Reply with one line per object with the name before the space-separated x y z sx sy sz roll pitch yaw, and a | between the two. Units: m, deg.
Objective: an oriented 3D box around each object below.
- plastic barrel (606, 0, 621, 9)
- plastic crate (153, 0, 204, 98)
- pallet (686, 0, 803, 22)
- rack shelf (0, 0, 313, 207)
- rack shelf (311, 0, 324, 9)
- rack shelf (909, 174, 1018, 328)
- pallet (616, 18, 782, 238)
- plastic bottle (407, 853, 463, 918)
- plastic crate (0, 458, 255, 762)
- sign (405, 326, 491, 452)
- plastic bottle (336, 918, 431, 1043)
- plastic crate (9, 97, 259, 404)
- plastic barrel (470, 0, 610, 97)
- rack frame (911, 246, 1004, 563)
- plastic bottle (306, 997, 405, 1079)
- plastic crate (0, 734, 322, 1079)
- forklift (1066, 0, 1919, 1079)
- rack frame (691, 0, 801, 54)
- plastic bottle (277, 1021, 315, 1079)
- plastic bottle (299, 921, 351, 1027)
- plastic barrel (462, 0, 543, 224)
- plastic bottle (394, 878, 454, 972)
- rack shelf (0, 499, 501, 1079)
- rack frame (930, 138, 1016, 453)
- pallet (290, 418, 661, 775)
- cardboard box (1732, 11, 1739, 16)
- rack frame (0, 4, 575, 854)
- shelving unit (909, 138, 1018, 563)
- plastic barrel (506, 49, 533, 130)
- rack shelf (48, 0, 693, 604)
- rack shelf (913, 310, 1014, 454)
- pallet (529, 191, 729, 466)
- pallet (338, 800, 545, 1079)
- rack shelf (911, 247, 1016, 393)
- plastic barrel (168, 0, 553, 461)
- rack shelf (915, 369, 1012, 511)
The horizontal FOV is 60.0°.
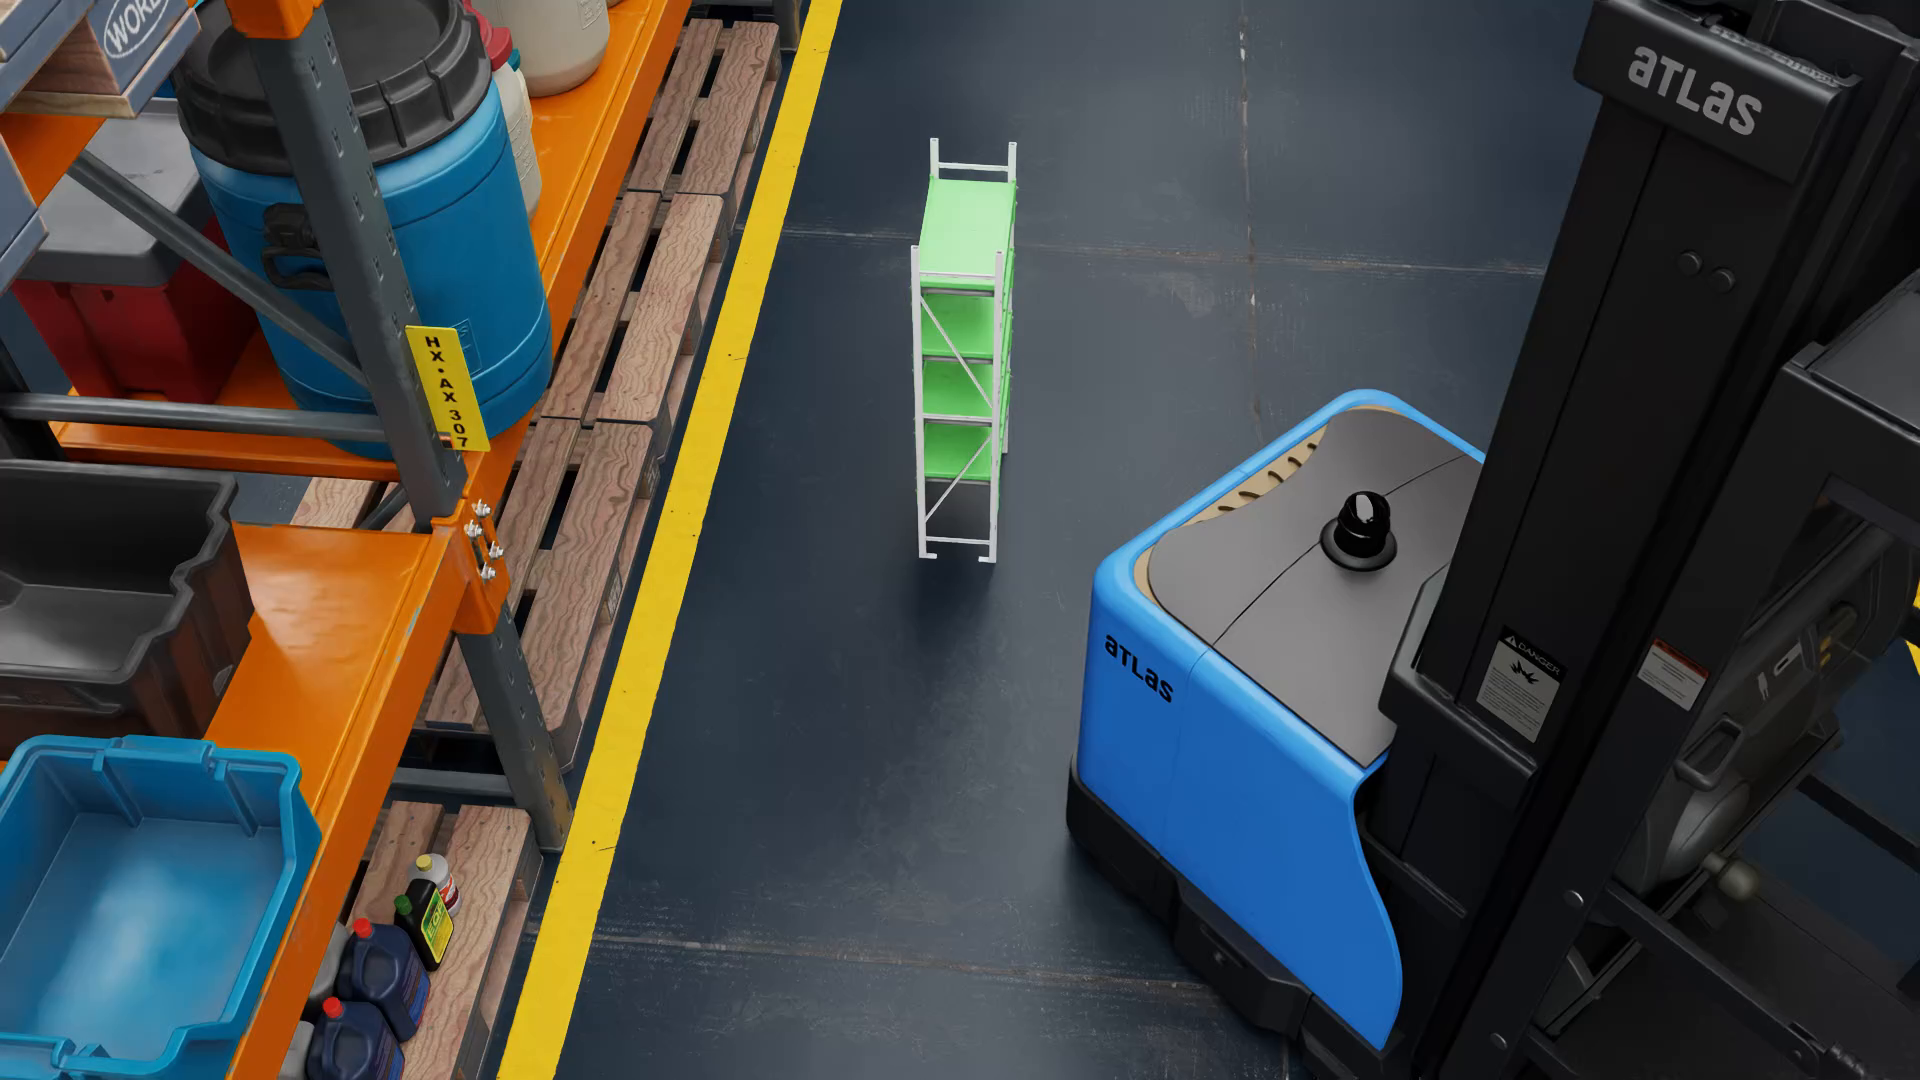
plastic barrel | -1.149 -1.839 4.807 0.433 0.535 0.433 0 48 0
plastic crate | -1.770 -1.074 4.210 0.392 0.384 0.575 4 48 4
pallet | -1.166 -2.828 7.694 1.003 0.211 1.213 4 48 4
rack shelf | -1.743 0.452 1.258 1.077 0.370 4.000 4 48 4
rack shelf | -1.378 -2.487 3.947 1.077 0.370 4.000 4 48 4
rack shelf | 0.015 -0.807 4.611 0.258 0.148 0.480 4 48 4
pallet | -1.305 -1.679 6.643 1.003 0.211 1.213 4 48 4
plastic bottle | -1.283 0.836 4.051 0.097 0.201 0.097 0 48 0
plastic crate | -1.735 0.149 3.123 0.767 0.338 0.504 4 48 4
sign | -1.014 -0.296 3.301 0.100 0.325 0.005 4 48 4
plastic bottle | -1.332 0.990 3.808 0.144 0.351 0.185 3 48 2
plastic crate | -1.821 -0.646 3.765 0.402 0.464 0.583 4 48 4
plastic barrel | -1.188 -1.521 4.516 0.433 0.535 0.433 0 48 0
rack frame | -0.007 -0.347 4.755 0.240 1.200 0.015 4 48 4
plastic bottle | -1.350 1.131 3.679 0.144 0.351 0.185 2 48 2
plastic crate | -1.391 0.634 2.738 0.499 0.251 0.616 4 48 4
forklift | 1.634 0.383 2.913 1.130 2.935 3.031 -33 56 -26
rack frame | -1.196 -3.187 6.132 1.000 3.000 0.127 4 48 4
plastic bottle | -1.500 1.165 3.699 0.152 0.276 0.135 4 48 4
plastic bottle | -1.476 0.981 3.817 0.144 0.351 0.185 4 48 4
plastic barrel | -1.255 -0.982 4.023 0.433 0.535 0.433 0 48 0
plastic bottle | -1.276 0.896 3.940 0.061 0.283 0.133 6 48 5
rack shelf | -1.743 1.465 2.365 1.077 0.370 4.000 4 48 4
rack frame | 0.037 -0.706 5.083 0.240 1.200 0.015 4 48 4
pallet | -1.528 0.114 5.003 1.003 0.211 1.213 4 48 4
cardboard box | 3.820 -2.784 6.919 1.225 0.875 0.875 2 48 2
rack frame | -1.561 -0.248 3.444 1.000 3.000 0.127 4 48 4
shelving unit | 0.015 -0.527 4.919 0.258 1.200 0.503 4 48 4
plastic barrel | -1.287 -1.163 4.375 0.301 0.262 0.301 0 48 0
rack shelf | -1.378 -1.475 5.054 1.077 0.370 4.000 4 48 4
rack shelf | 0.015 -0.483 4.966 0.258 0.148 0.480 4 48 4
pallet | -1.419 -0.785 5.825 1.003 0.211 1.213 4 48 4
pallet | -1.663 1.184 4.024 1.003 0.211 1.213 4 48 4
rack shelf | 0.015 -0.645 4.789 0.258 0.148 0.480 4 48 4
plastic barrel | -1.224 -0.681 3.500 0.600 0.901 0.708 4 48 4
rack shelf | 0.015 -0.321 5.143 0.258 0.148 0.480 4 48 4
